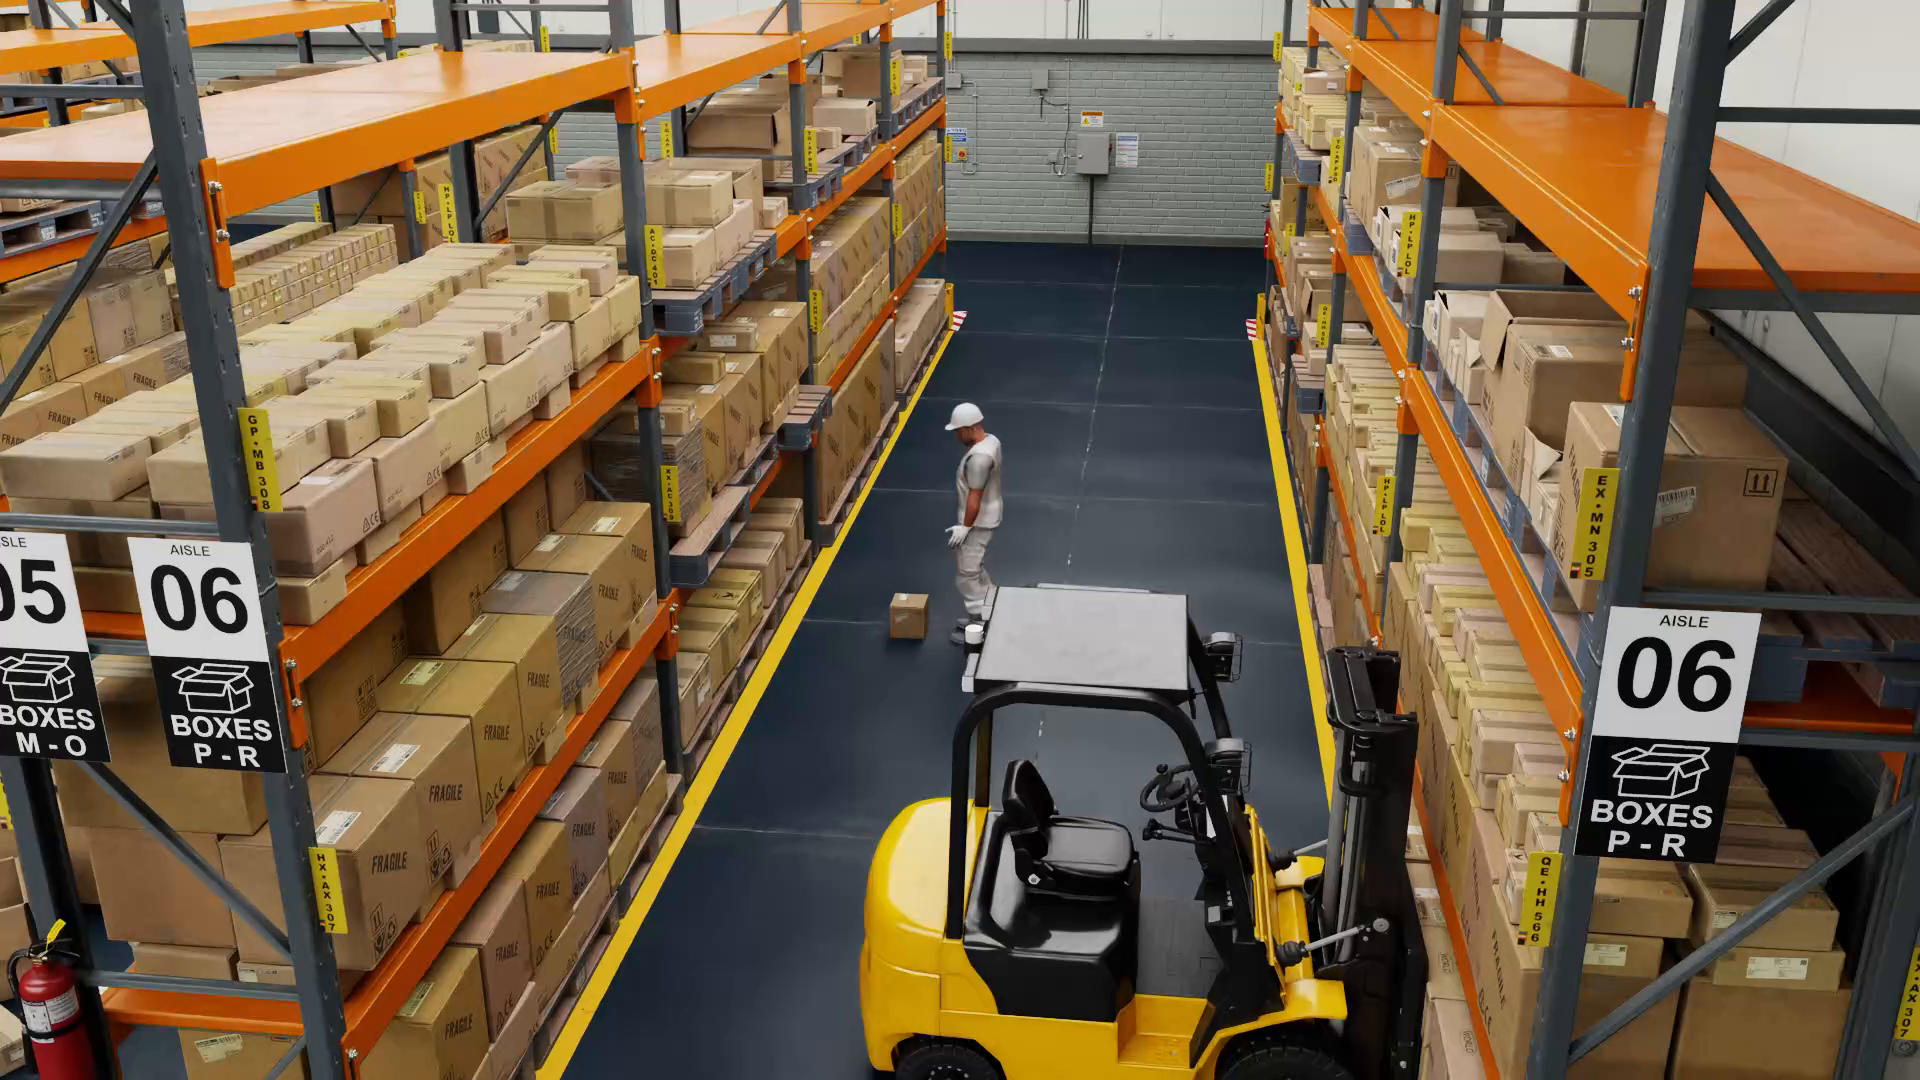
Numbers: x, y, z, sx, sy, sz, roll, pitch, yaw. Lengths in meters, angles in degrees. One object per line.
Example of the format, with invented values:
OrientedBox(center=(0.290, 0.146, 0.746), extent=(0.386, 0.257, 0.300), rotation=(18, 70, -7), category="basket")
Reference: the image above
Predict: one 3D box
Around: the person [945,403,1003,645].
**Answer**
OrientedBox(center=(0.097, -0.119, 11.830), extent=(0.400, 1.763, 0.534), rotation=(3, 21, 8), category="person")
